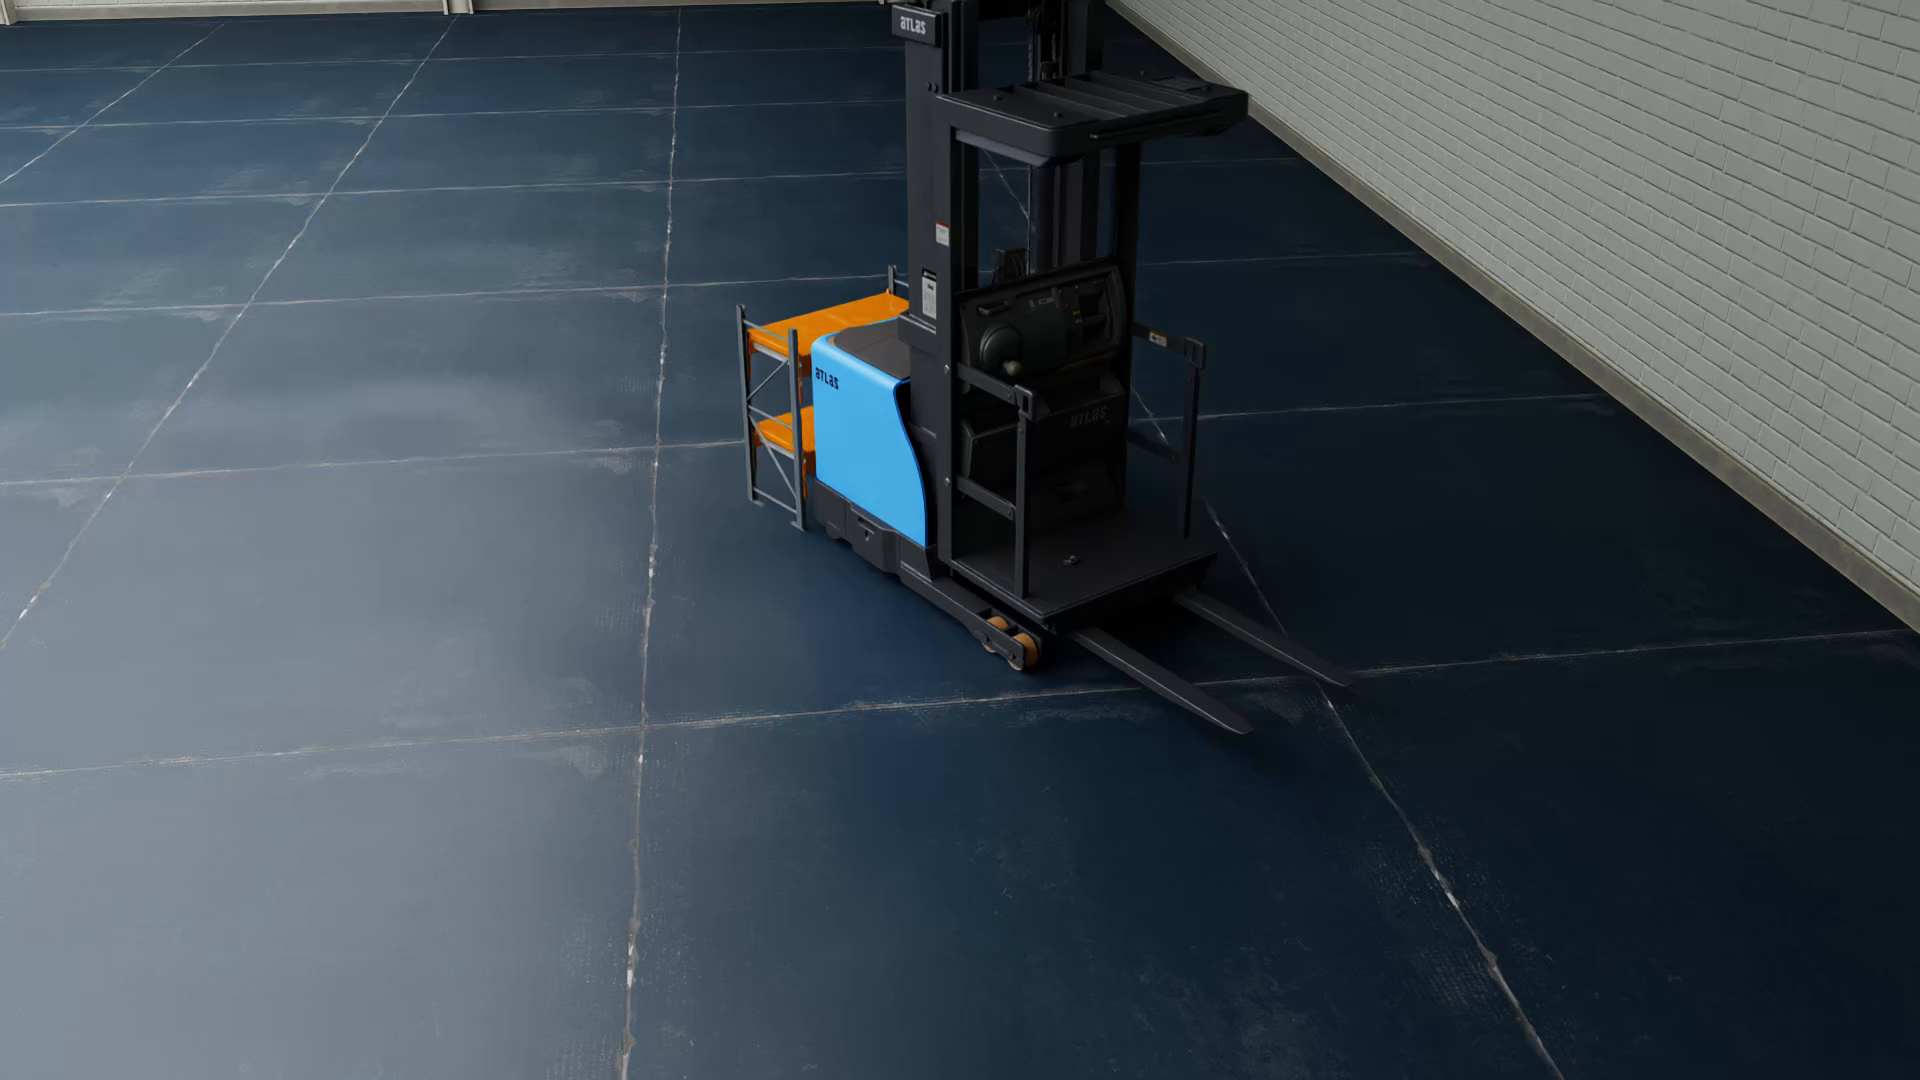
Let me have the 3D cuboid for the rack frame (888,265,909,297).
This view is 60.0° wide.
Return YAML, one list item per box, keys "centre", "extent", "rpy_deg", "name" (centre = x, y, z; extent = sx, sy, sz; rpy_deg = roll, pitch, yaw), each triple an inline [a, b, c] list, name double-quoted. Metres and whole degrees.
- centre: [-0.224, -0.946, 9.361]
  extent: [0.032, 1.125, 0.500]
  rpy_deg: [-22, 34, -36]
  name: "rack frame"

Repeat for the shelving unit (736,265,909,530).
- centre: [-0.608, -0.793, 9.064]
  extent: [1.048, 1.125, 0.538]
  rpy_deg: [-22, 34, -36]
  name: "shelving unit"

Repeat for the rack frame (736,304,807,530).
- centre: [-0.992, -0.641, 8.768]
  extent: [0.032, 1.125, 0.500]
  rpy_deg: [-22, 34, -36]
  name: "rack frame"

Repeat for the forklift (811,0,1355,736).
- centre: [0.513, -0.963, 7.416]
  extent: [1.130, 2.935, 3.031]
  rpy_deg: [-19, 33, -32]
  name: "forklift"

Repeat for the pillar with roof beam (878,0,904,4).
- centre: [-0.354, -9.724, 17.844]
  extent: [0.400, 9.000, 9.100]
  rpy_deg: [-4, 27, -7]
  name: "pillar with roof beam"

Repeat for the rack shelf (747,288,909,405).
- centre: [-0.608, -1.054, 8.931]
  extent: [1.000, 0.278, 0.538]
  rpy_deg: [-22, 34, -36]
  name: "rack shelf"

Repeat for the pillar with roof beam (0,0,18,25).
- centre: [-12.237, -8.961, 16.357]
  extent: [0.400, 9.000, 9.100]
  rpy_deg: [-4, 27, -7]
  name: "pillar with roof beam"

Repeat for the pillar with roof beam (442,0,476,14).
- centre: [-6.296, -9.343, 17.101]
  extent: [0.400, 9.000, 9.100]
  rpy_deg: [-4, 27, -7]
  name: "pillar with roof beam"

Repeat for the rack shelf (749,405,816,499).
- centre: [-0.608, -0.576, 9.176]
  extent: [1.000, 0.278, 0.538]
  rpy_deg: [-22, 34, -36]
  name: "rack shelf"
